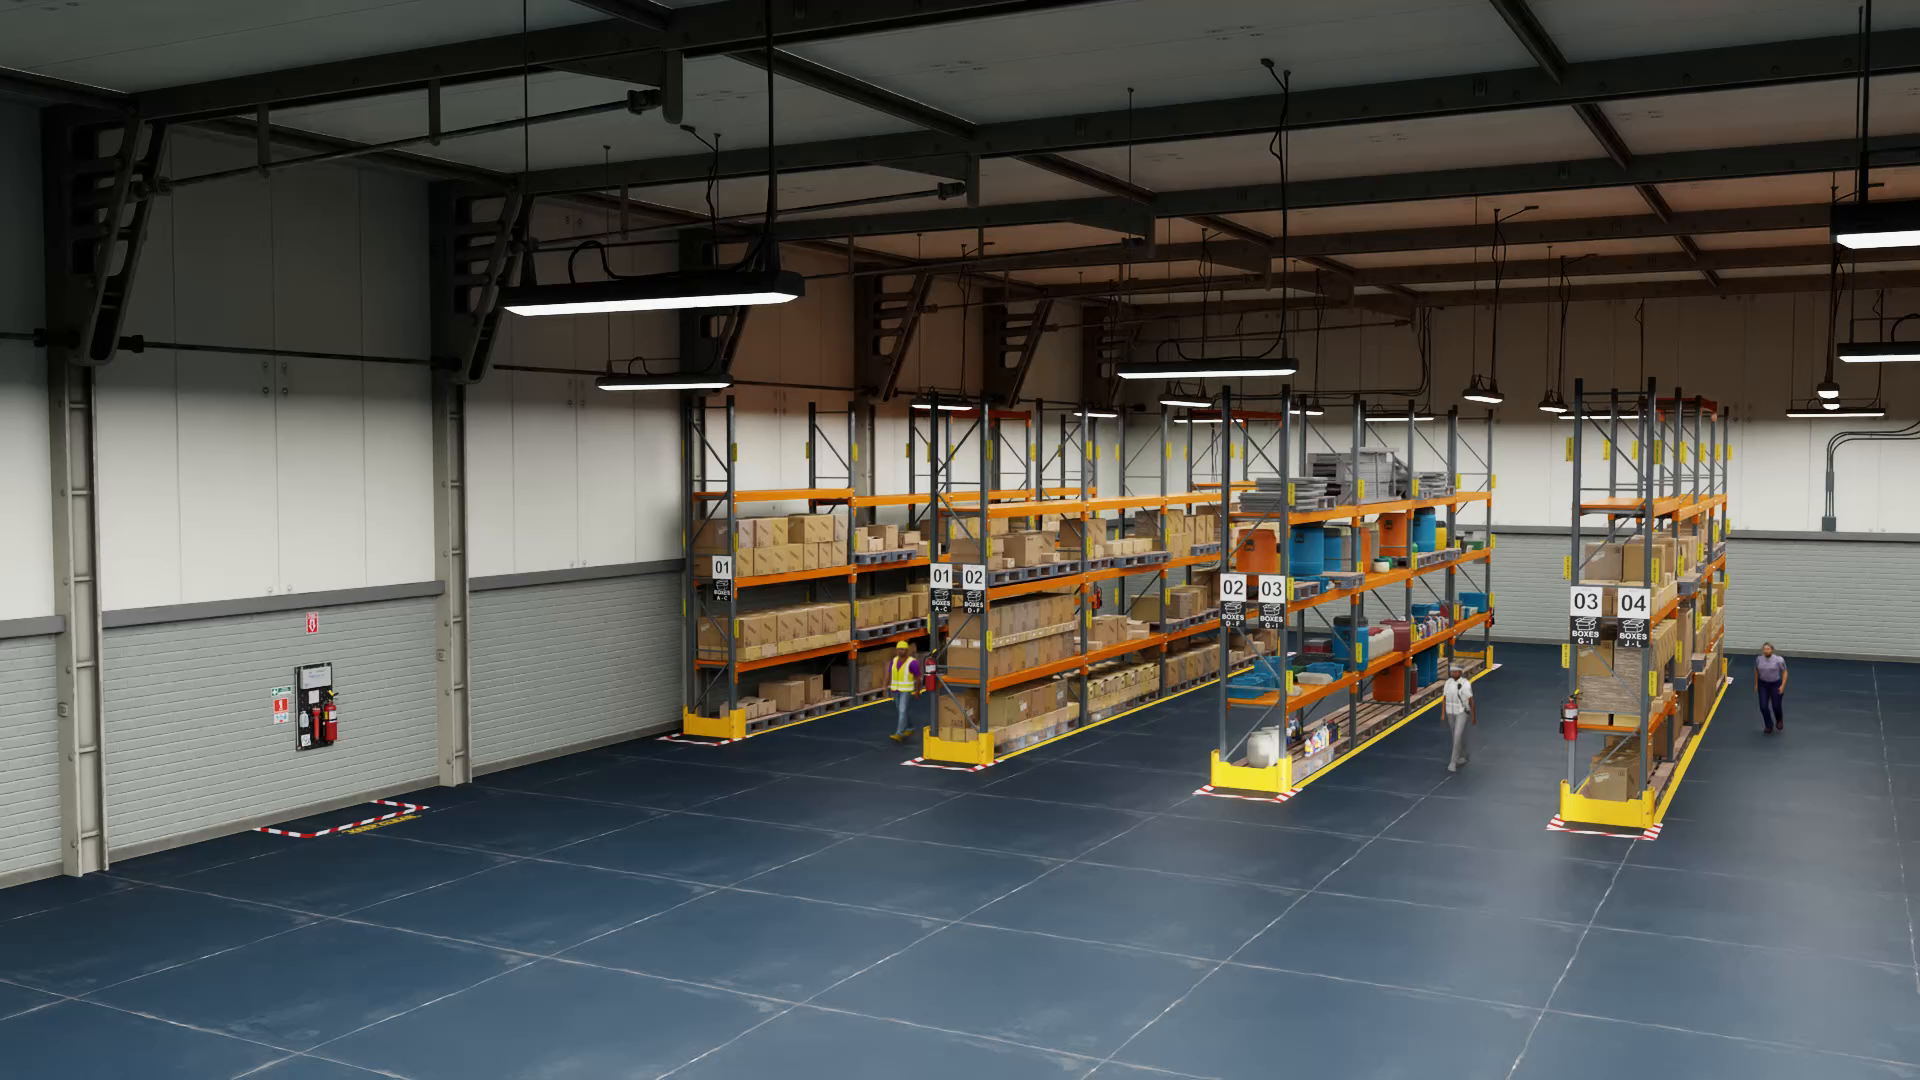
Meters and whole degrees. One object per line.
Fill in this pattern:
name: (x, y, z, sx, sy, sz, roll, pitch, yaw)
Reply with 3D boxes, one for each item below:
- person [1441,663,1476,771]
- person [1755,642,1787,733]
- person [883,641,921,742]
person: (7.887, 2.769, 26.434, 0.867, 1.648, 0.489, -2, 4, -38)
person: (14.552, 2.630, 29.803, 0.539, 1.626, 0.574, 3, 4, 41)
person: (-1.043, 2.608, 28.806, 0.579, 1.704, 1.045, 2, 4, 38)
